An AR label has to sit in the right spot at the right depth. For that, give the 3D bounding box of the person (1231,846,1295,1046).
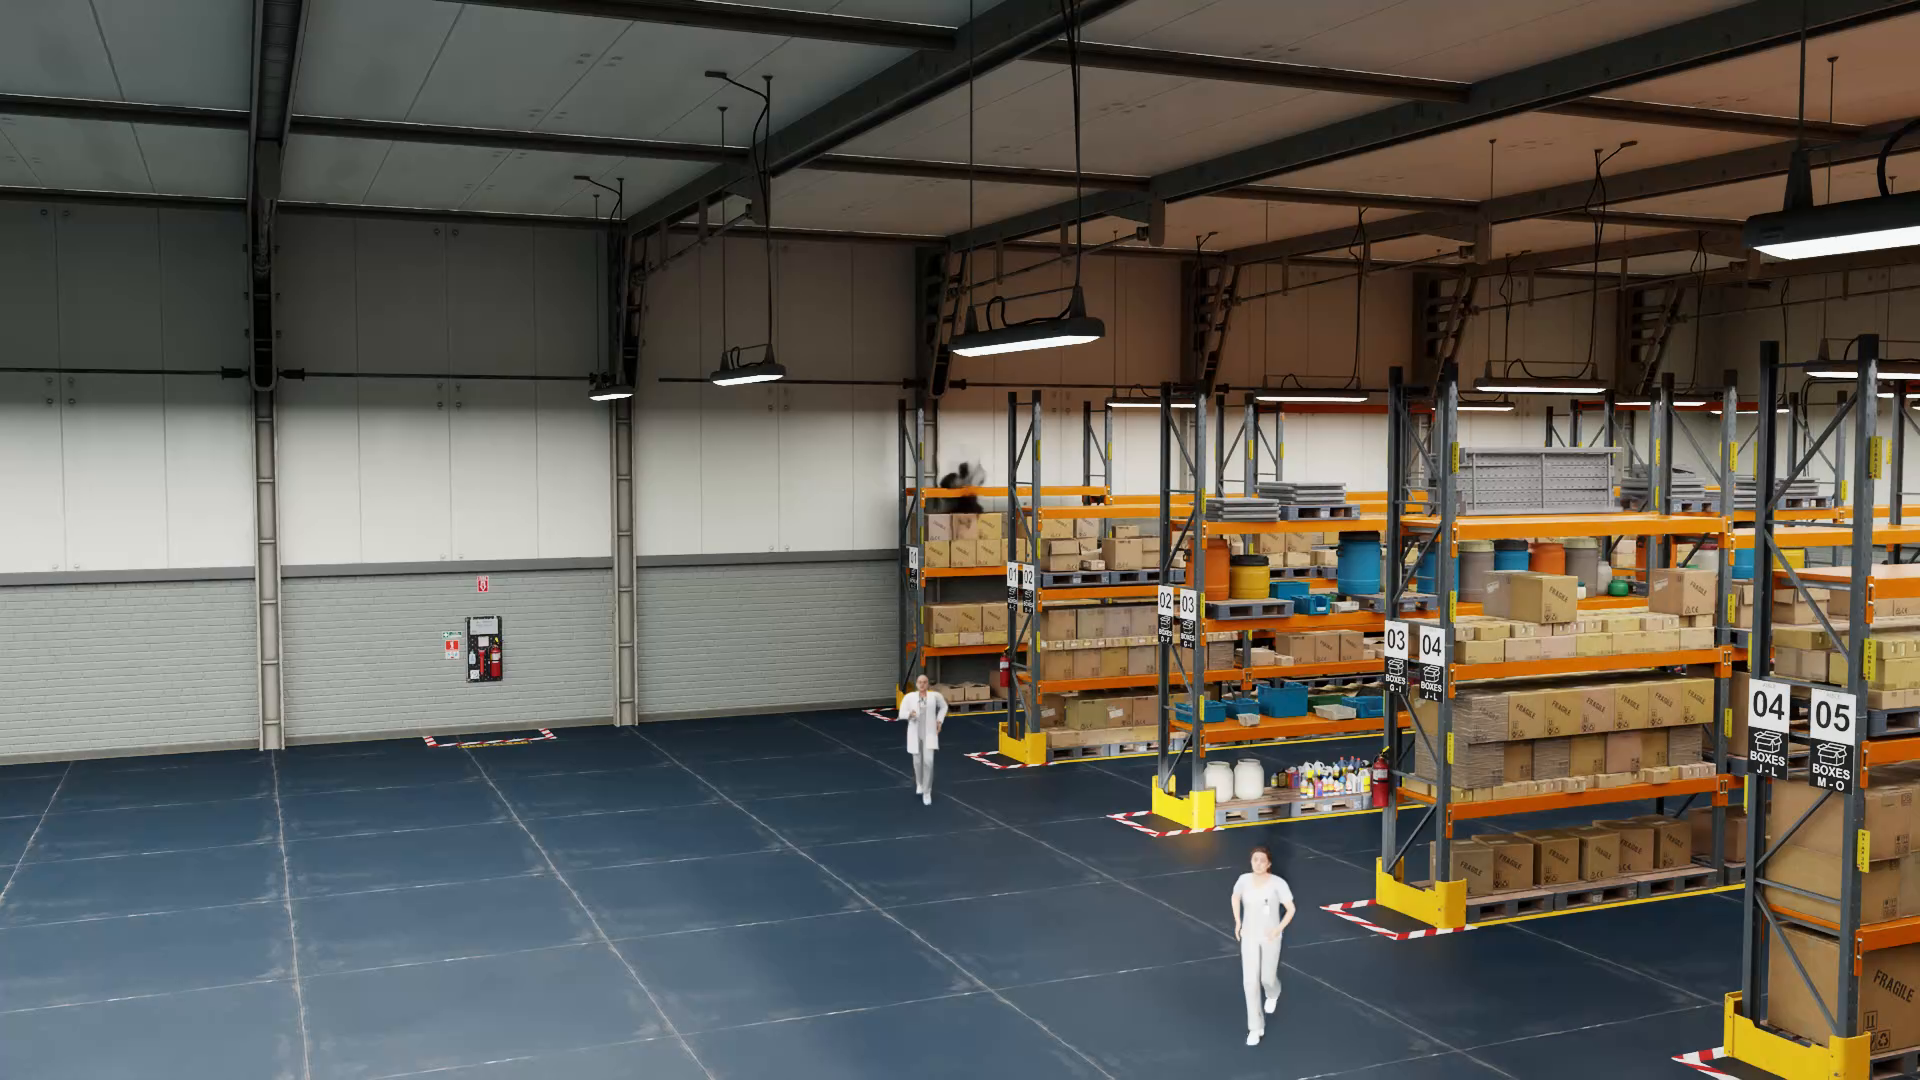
[{"bbox_3d":[2.650,3.491,14.586,0.579,1.667,0.850,1,4,19],"label":"person"}]

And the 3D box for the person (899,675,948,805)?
[{"bbox_3d":[-0.538,2.865,24.028,0.688,1.844,0.814,0,3,5],"label":"person"}]
